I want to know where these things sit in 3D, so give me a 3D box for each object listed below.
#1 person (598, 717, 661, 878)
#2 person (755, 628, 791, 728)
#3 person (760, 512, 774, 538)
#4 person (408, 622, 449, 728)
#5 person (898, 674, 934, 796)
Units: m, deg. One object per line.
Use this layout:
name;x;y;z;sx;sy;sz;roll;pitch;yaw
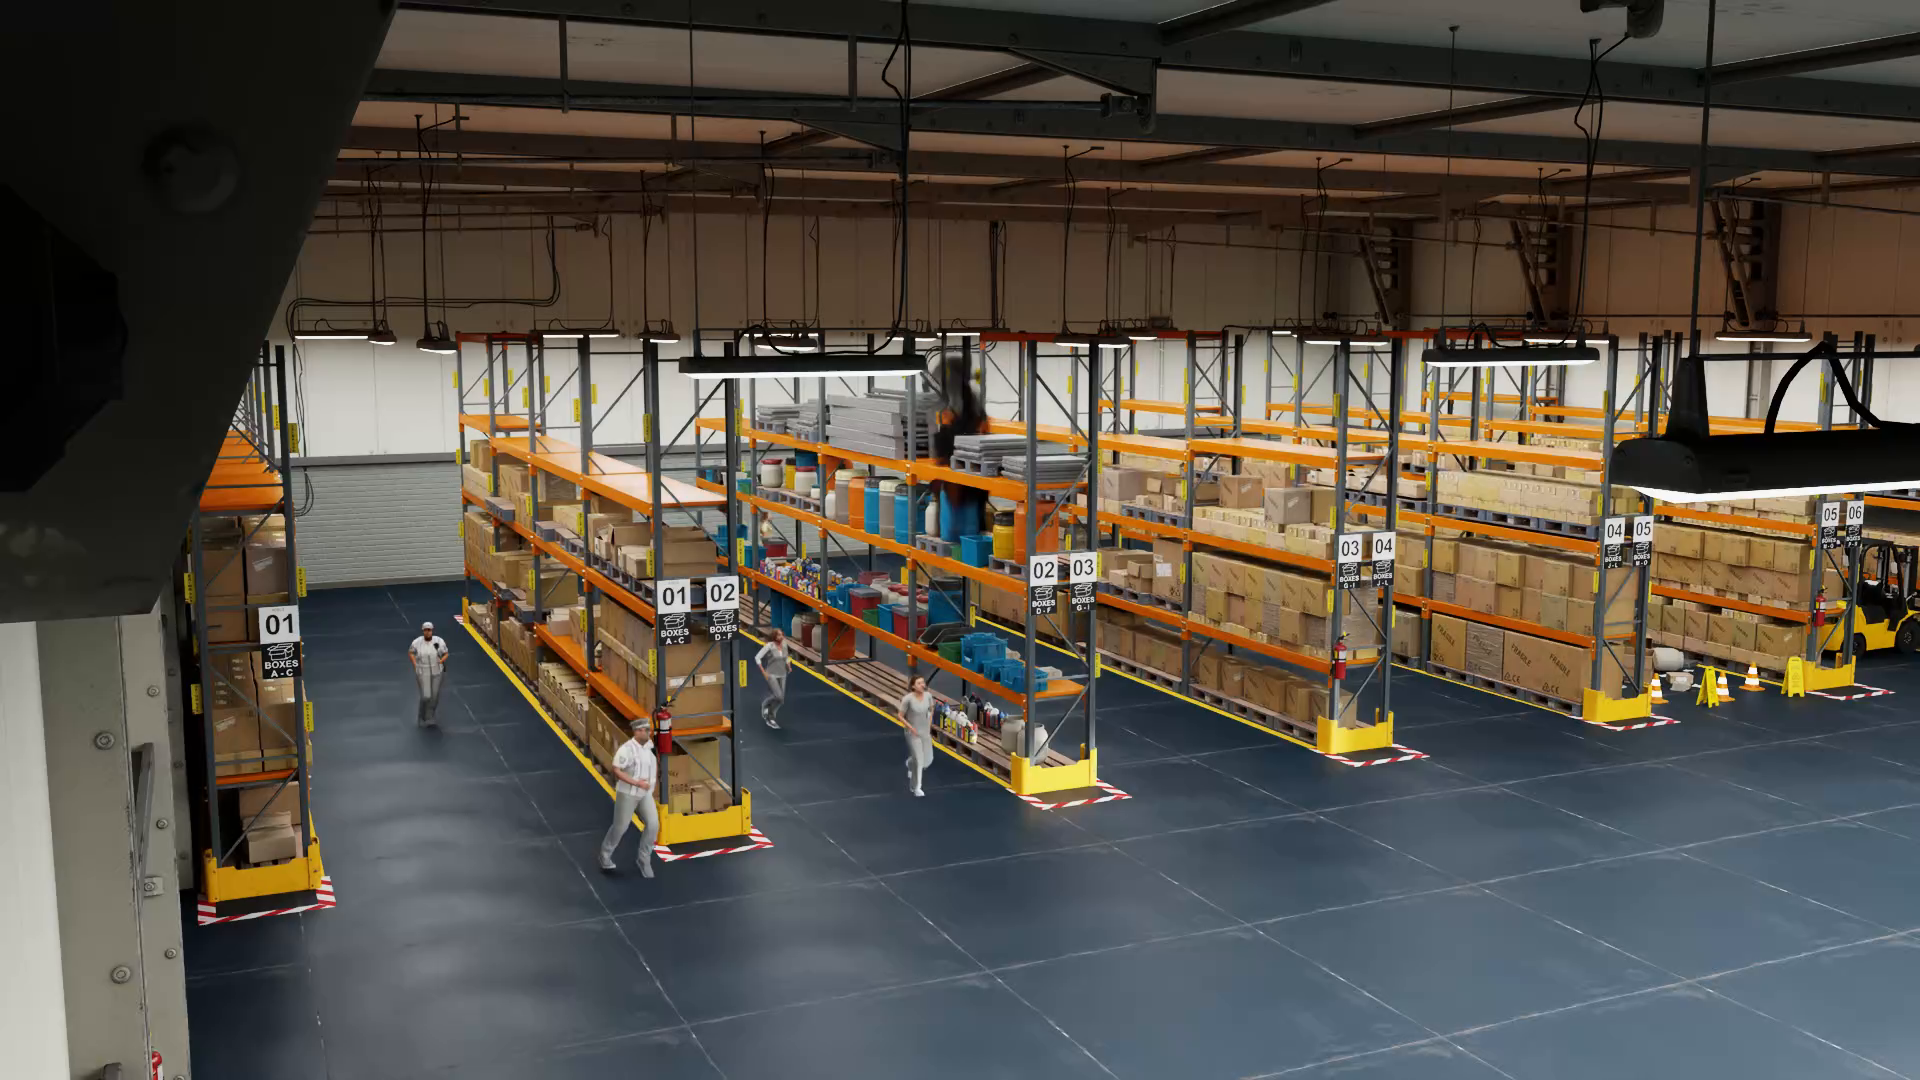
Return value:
person;-3.700;2.909;19.032;0.690;1.796;0.746;5;9;35
person;-2.832;2.122;25.640;0.547;1.557;0.520;-7;11;-43
person;-4.650;0.129;40.181;0.553;1.610;0.580;-1;8;-4
person;-8.153;2.079;25.606;0.581;1.658;0.638;-4;8;-25
person;-0.572;2.580;22.045;0.559;1.600;0.573;-5;9;-30
